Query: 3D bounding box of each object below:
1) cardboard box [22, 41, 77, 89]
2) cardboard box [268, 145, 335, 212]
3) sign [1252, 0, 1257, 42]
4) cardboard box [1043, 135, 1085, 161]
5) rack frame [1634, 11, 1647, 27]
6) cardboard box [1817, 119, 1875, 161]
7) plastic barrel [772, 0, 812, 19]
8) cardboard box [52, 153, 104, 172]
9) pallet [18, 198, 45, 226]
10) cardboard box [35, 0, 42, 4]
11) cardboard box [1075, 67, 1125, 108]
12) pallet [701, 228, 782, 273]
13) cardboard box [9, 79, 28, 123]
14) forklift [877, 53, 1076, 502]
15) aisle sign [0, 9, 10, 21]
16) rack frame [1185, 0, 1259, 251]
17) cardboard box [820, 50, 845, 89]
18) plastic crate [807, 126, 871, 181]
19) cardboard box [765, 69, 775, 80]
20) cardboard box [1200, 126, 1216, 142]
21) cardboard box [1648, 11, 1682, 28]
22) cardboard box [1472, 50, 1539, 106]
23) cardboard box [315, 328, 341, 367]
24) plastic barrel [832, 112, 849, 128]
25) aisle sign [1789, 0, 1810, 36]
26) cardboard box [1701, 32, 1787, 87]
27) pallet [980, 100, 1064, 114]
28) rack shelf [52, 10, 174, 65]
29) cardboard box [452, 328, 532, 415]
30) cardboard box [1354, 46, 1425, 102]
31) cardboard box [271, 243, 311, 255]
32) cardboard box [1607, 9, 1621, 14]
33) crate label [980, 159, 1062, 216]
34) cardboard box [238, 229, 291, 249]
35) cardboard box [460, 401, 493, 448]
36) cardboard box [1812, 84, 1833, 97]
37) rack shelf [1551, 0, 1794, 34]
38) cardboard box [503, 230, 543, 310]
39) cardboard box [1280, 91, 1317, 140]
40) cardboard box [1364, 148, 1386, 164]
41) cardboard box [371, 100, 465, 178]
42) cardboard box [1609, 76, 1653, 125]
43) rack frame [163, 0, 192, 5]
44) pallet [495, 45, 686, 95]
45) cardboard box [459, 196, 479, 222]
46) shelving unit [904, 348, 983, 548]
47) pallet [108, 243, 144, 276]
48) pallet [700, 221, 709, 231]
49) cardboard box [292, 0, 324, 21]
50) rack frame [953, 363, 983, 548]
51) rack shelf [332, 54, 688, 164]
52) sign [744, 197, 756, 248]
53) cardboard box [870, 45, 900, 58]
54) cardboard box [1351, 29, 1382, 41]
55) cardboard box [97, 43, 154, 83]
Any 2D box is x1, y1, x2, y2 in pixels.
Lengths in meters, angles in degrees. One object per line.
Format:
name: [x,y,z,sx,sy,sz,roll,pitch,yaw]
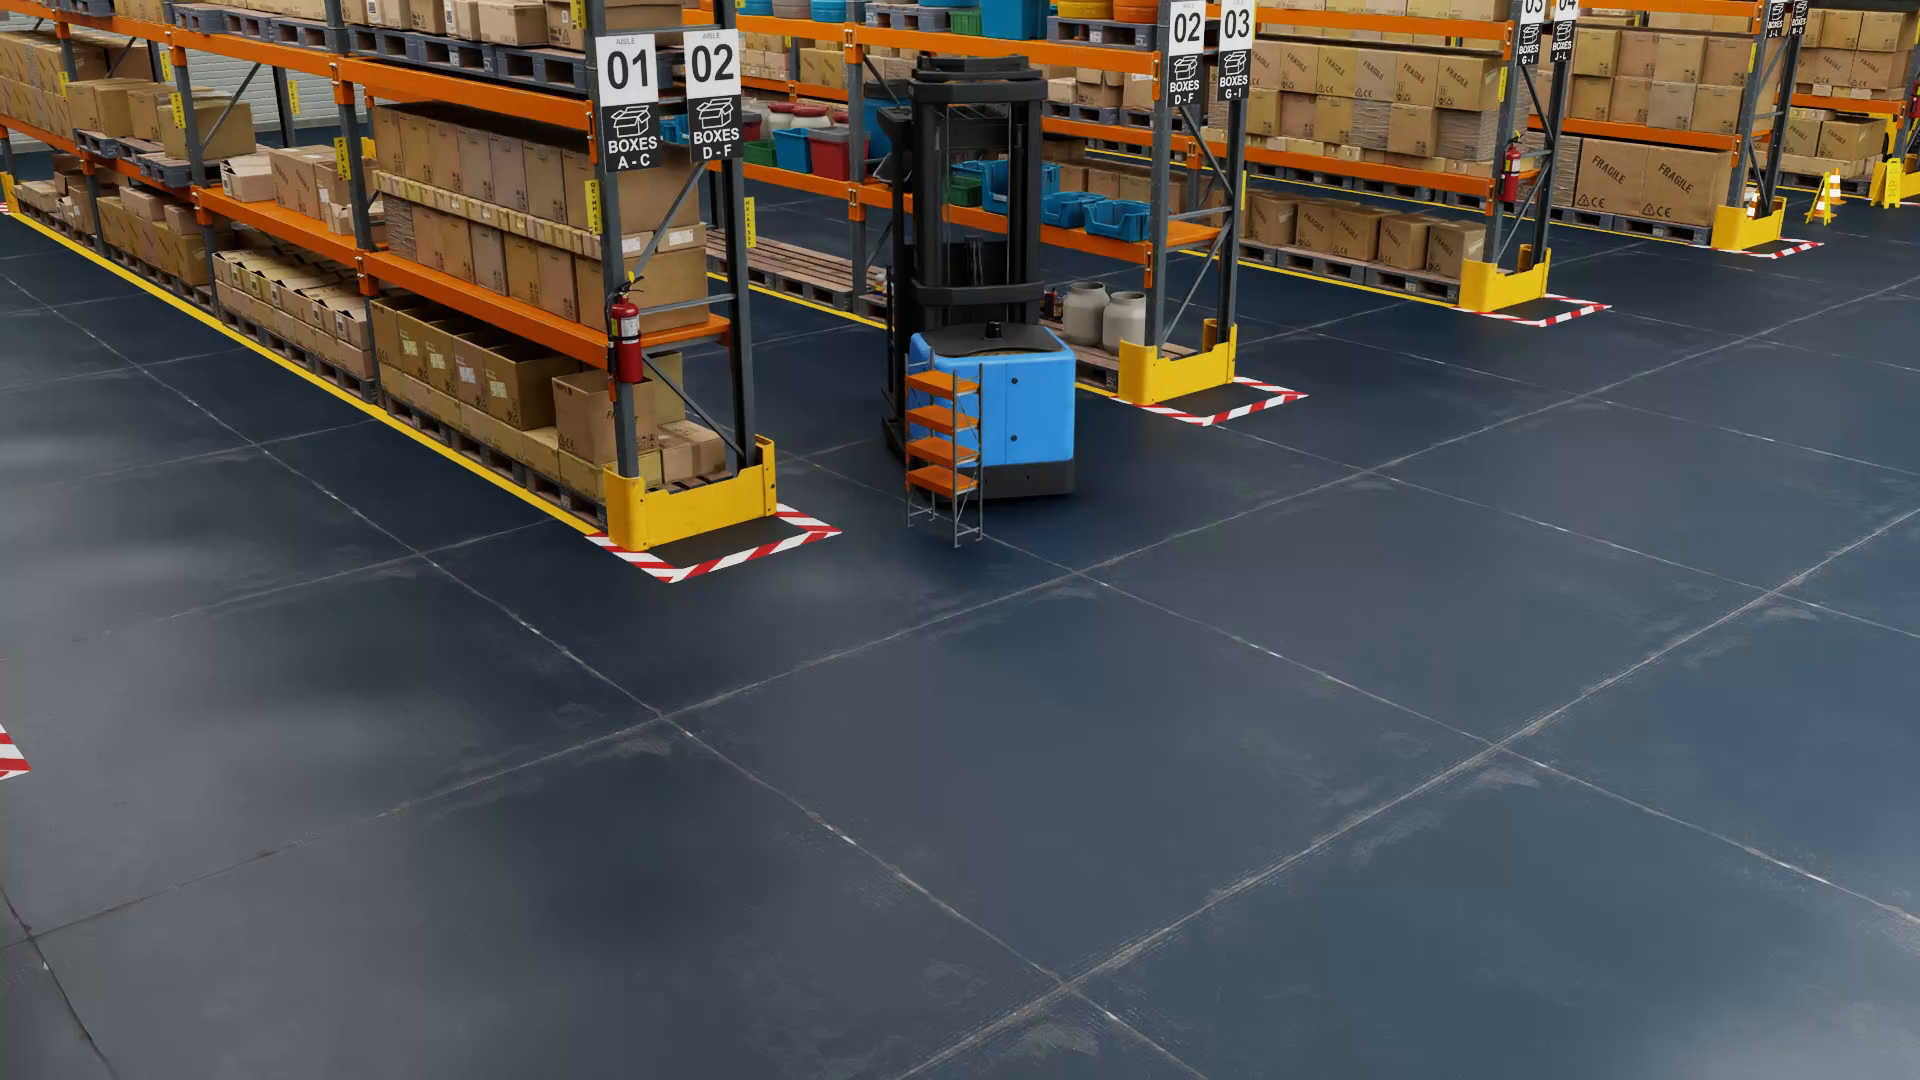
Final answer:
cardboard box: [-10.833,-5.690,19.889,0.500,0.500,0.500,-17,27,-37]
cardboard box: [-5.923,-3.301,15.162,0.500,0.500,0.500,-19,29,-40]
sign: [2.366,-4.213,13.501,0.100,0.325,0.005,-17,27,-37]
cardboard box: [1.291,-5.139,21.789,0.500,0.250,0.500,-14,25,-32]
rack frame: [10.596,-7.325,25.574,1.000,3.000,0.127,-17,27,-37]
cardboard box: [12.486,-5.644,23.447,0.500,0.500,0.500,-17,27,-37]
plastic barrel: [-1.587,-5.687,16.590,0.600,0.901,0.600,0,21,0]
cardboard box: [-11.711,-4.874,22.139,0.500,0.500,0.500,-17,27,-37]
pallet: [-11.681,-4.385,21.890,1.003,0.211,1.213,-17,27,-37]
cardboard box: [-10.160,-6.217,18.837,0.500,0.250,0.500,-17,27,-37]
cardboard box: [1.887,-5.667,20.622,0.797,0.503,0.637,-14,26,-32]
pallet: [-2.799,-3.371,19.300,1.003,0.211,1.213,-17,27,-37]
cardboard box: [-11.496,-5.505,20.789,0.500,0.500,0.500,-18,27,-38]
forklift: [0.002,-2.129,12.402,1.130,2.935,3.031,-4,22,-11]
aisle sign: [-12.519,-7.084,21.392,0.394,0.787,0.004,-17,27,-37]
rack frame: [3.088,-4.966,19.550,1.000,3.000,0.127,-17,27,-37]
cardboard box: [-1.694,-6.898,24.345,0.500,0.500,0.500,-17,27,-37]
plastic crate: [-1.212,-3.878,16.684,0.402,0.464,0.583,-17,27,-37]
cardboard box: [-2.750,-7.137,25.437,0.380,0.149,0.250,-17,27,-36]
cardboard box: [3.001,-4.718,19.262,0.380,0.149,0.250,-17,27,-37]
cardboard box: [10.719,-7.803,24.877,0.700,0.500,0.500,-18,28,-38]
cardboard box: [5.546,-4.729,17.028,0.500,0.500,0.500,-17,27,-37]
cardboard box: [-5.238,-1.710,14.431,0.500,0.250,0.500,-18,28,-38]
plastic barrel: [-1.123,-4.167,17.324,0.433,0.535,0.433,0,21,0]
aisle sign: [9.796,-6.276,19.330,0.394,0.787,0.004,-17,27,-37]
cardboard box: [9.310,-5.698,19.733,0.875,0.550,0.550,-17,27,-37]
pallet: [1.023,-5.810,21.969,1.213,0.211,1.003,-17,27,-37]
rack shelf: [-8.336,-5.328,17.349,1.077,0.370,4.000,-17,27,-37]
cardboard box: [-3.373,-1.257,12.246,0.500,0.500,0.500,-17,27,-37]
cardboard box: [4.498,-4.880,17.415,0.500,0.500,0.500,-17,27,-37]
cardboard box: [-6.502,-2.804,16.457,0.500,0.311,0.500,-17,27,-36]
cardboard box: [12.090,-9.665,30.521,0.380,0.149,0.250,-17,27,-36]
crate label: [0.541,-3.143,14.846,0.502,0.435,0.616,-17,27,-37]
cardboard box: [-7.111,-2.949,17.224,0.500,0.500,0.500,-16,27,-35]
cardboard box: [-3.370,-0.908,12.385,0.500,0.250,0.500,-17,27,-37]
cardboard box: [12.209,-6.339,23.400,0.380,0.149,0.250,-17,27,-37]
rack shelf: [8.217,-6.628,20.667,1.077,0.370,4.000,-17,27,-37]
cardboard box: [-2.769,-1.965,11.751,0.700,0.500,0.500,-17,27,-37]
cardboard box: [4.037,-4.752,18.457,0.875,0.500,0.500,-17,27,-37]
cardboard box: [4.528,-4.115,17.722,0.380,0.149,0.250,-17,27,-37]
cardboard box: [-4.125,-3.139,12.968,0.700,0.500,0.500,-17,27,-37]
cardboard box: [8.600,-5.507,20.725,0.875,0.550,0.550,-17,27,-37]
rack frame: [-7.030,-6.507,15.260,1.000,3.000,0.127,-17,27,-37]
pallet: [-2.250,-3.061,10.694,1.003,0.211,1.213,-17,27,-37]
cardboard box: [-3.377,-2.410,11.998,0.380,0.149,0.250,-18,28,-38]
shelving unit: [-0.108,-0.604,10.882,0.258,1.200,0.503,-17,27,-37]
pallet: [-9.082,-3.305,19.133,1.003,0.211,1.213,-17,27,-37]
pallet: [-3.821,-3.802,20.401,1.003,0.211,1.213,-17,27,-37]
cardboard box: [-5.175,-4.455,13.762,0.500,0.250,0.500,19,28,40]
rack frame: [0.051,-0.537,10.710,0.240,1.200,0.015,-17,27,-37]
rack shelf: [-3.114,-3.118,11.706,1.077,0.370,4.000,-17,27,-37]
sign: [-1.384,-2.074,10.871,0.100,0.325,0.005,-17,27,-37]
cardboard box: [-0.854,-7.155,23.627,0.797,0.503,0.637,-16,27,-36]
cardboard box: [5.916,-7.048,23.358,0.700,0.500,0.500,-17,27,-37]
cardboard box: [-9.736,-5.529,19.478,0.500,0.500,0.500,-17,27,-36]
